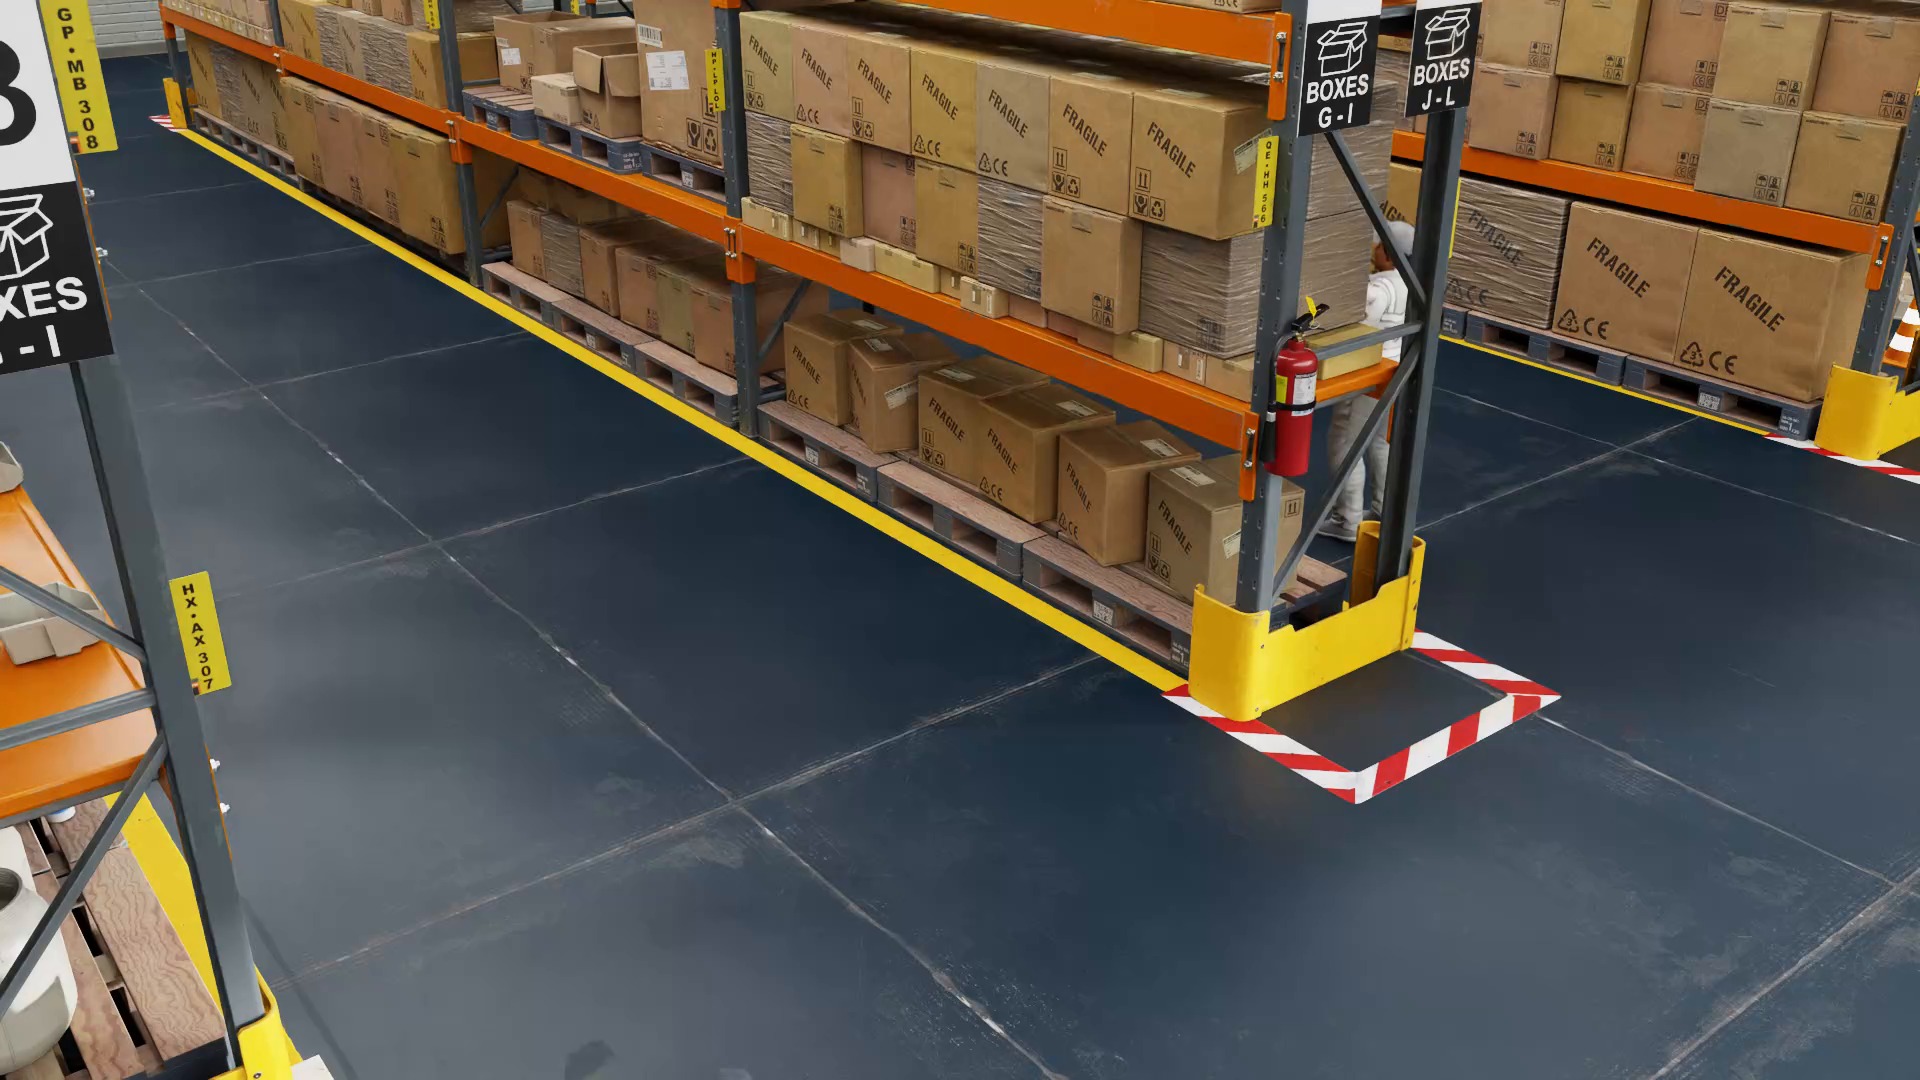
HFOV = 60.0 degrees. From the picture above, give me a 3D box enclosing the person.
[{"bbox_3d":[2.035,-0.802,8.346,0.456,1.658,0.535,-19,31,-35],"label":"person"}]
